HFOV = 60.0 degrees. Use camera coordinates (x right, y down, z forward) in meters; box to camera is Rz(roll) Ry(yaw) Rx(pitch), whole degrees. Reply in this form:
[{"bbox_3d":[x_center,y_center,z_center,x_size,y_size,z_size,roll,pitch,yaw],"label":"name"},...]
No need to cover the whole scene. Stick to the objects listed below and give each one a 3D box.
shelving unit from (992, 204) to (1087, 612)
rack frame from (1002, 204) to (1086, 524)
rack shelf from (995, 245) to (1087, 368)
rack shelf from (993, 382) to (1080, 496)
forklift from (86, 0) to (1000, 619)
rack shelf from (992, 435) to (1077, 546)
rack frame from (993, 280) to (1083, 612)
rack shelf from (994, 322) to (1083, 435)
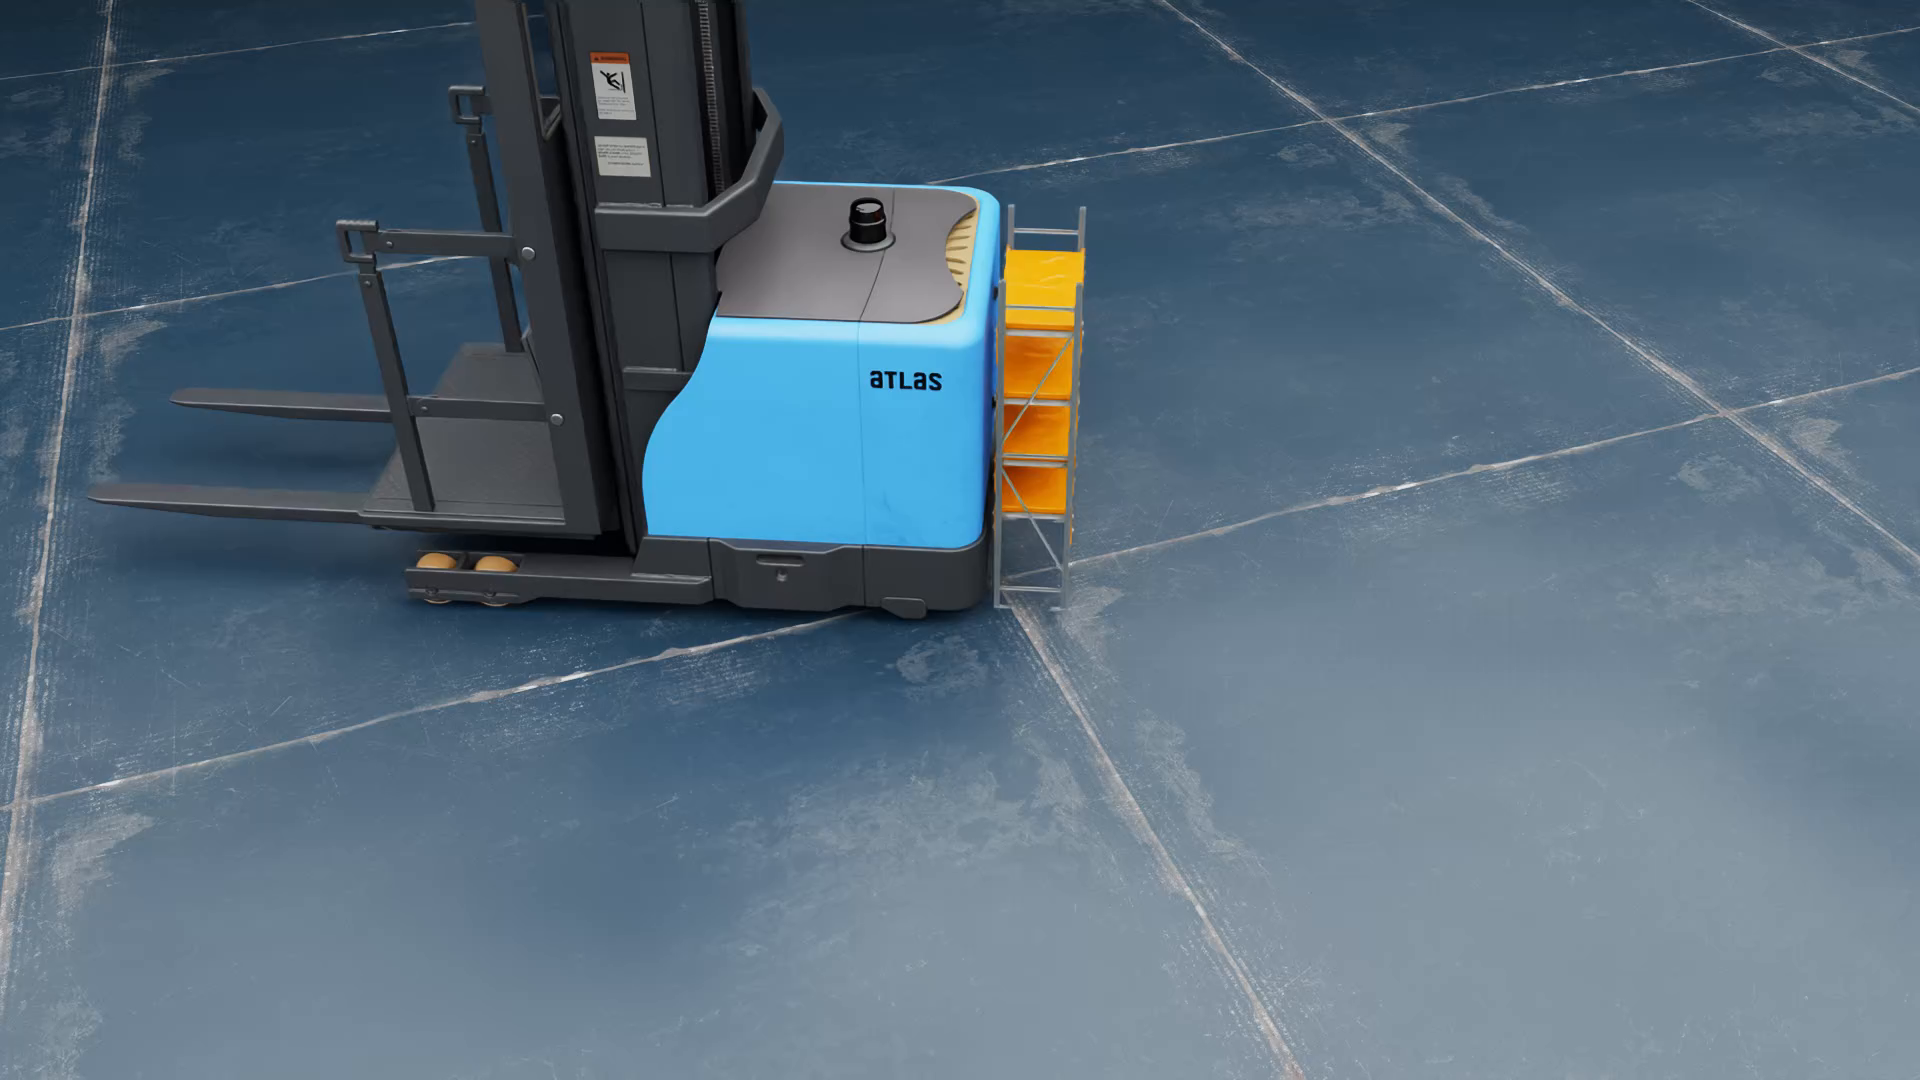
[{"bbox_3d":[0.249,-0.400,5.283,0.258,1.200,0.503,3,37,3],"label":"shelving unit"},{"bbox_3d":[0.267,-0.546,5.478,0.240,1.200,0.015,3,37,3],"label":"rack frame"},{"bbox_3d":[0.249,-0.714,5.047,0.258,0.148,0.480,3,37,3],"label":"rack shelf"},{"bbox_3d":[0.248,-0.346,5.324,0.258,0.148,0.480,3,37,3],"label":"rack shelf"},{"bbox_3d":[-1.397,-1.266,4.995,3.031,2.935,1.130,3,37,4],"label":"forklift"},{"bbox_3d":[0.248,-0.187,5.443,0.258,0.148,0.480,3,37,3],"label":"rack shelf"},{"bbox_3d":[0.230,-0.253,5.089,0.240,1.200,0.015,3,37,3],"label":"rack frame"},{"bbox_3d":[0.249,-0.525,5.189,0.258,0.148,0.480,3,37,3],"label":"rack shelf"}]
